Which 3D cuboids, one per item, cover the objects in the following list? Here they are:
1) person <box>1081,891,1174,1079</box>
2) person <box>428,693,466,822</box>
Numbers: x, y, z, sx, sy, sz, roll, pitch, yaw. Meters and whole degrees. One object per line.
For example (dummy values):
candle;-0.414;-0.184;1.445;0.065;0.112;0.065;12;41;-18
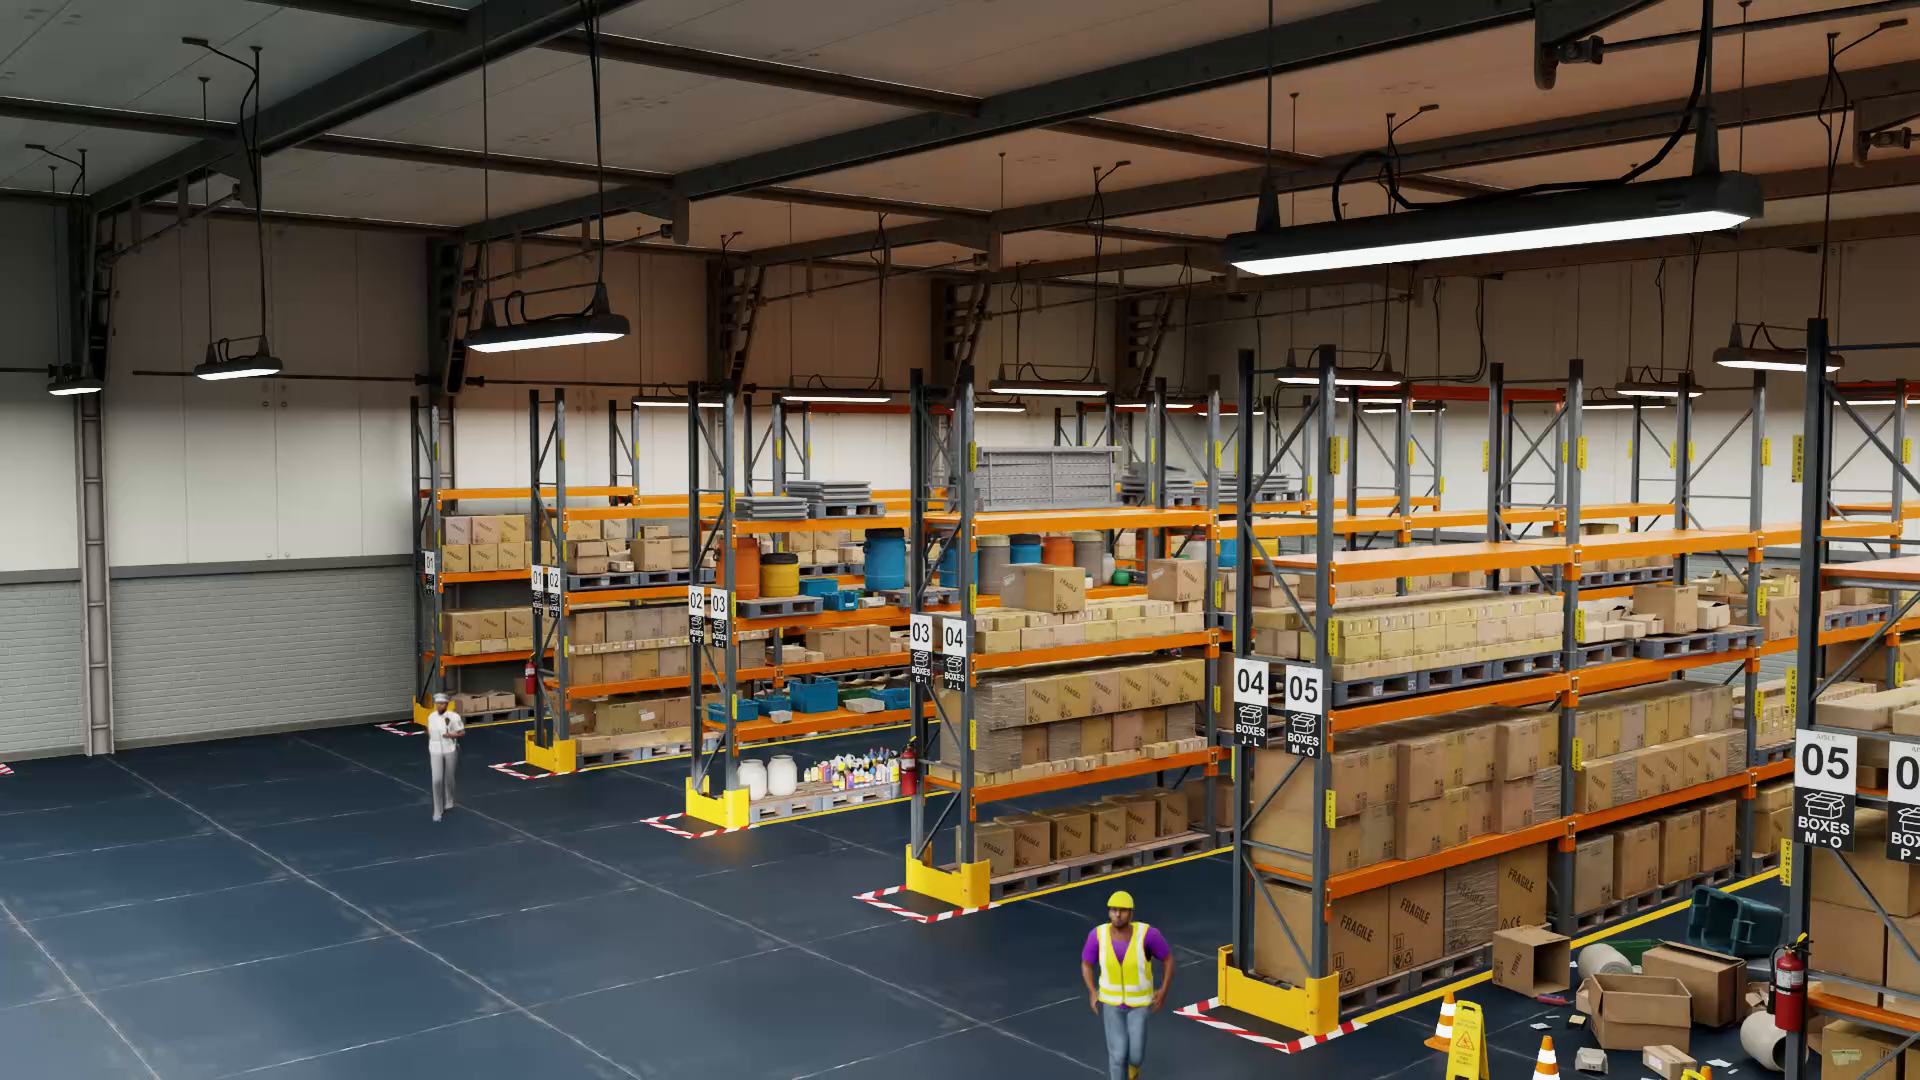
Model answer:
person;1.289;3.545;12.850;0.710;1.740;0.650;1;3;12
person;-7.109;2.968;23.009;0.555;1.749;0.797;0;3;-7
